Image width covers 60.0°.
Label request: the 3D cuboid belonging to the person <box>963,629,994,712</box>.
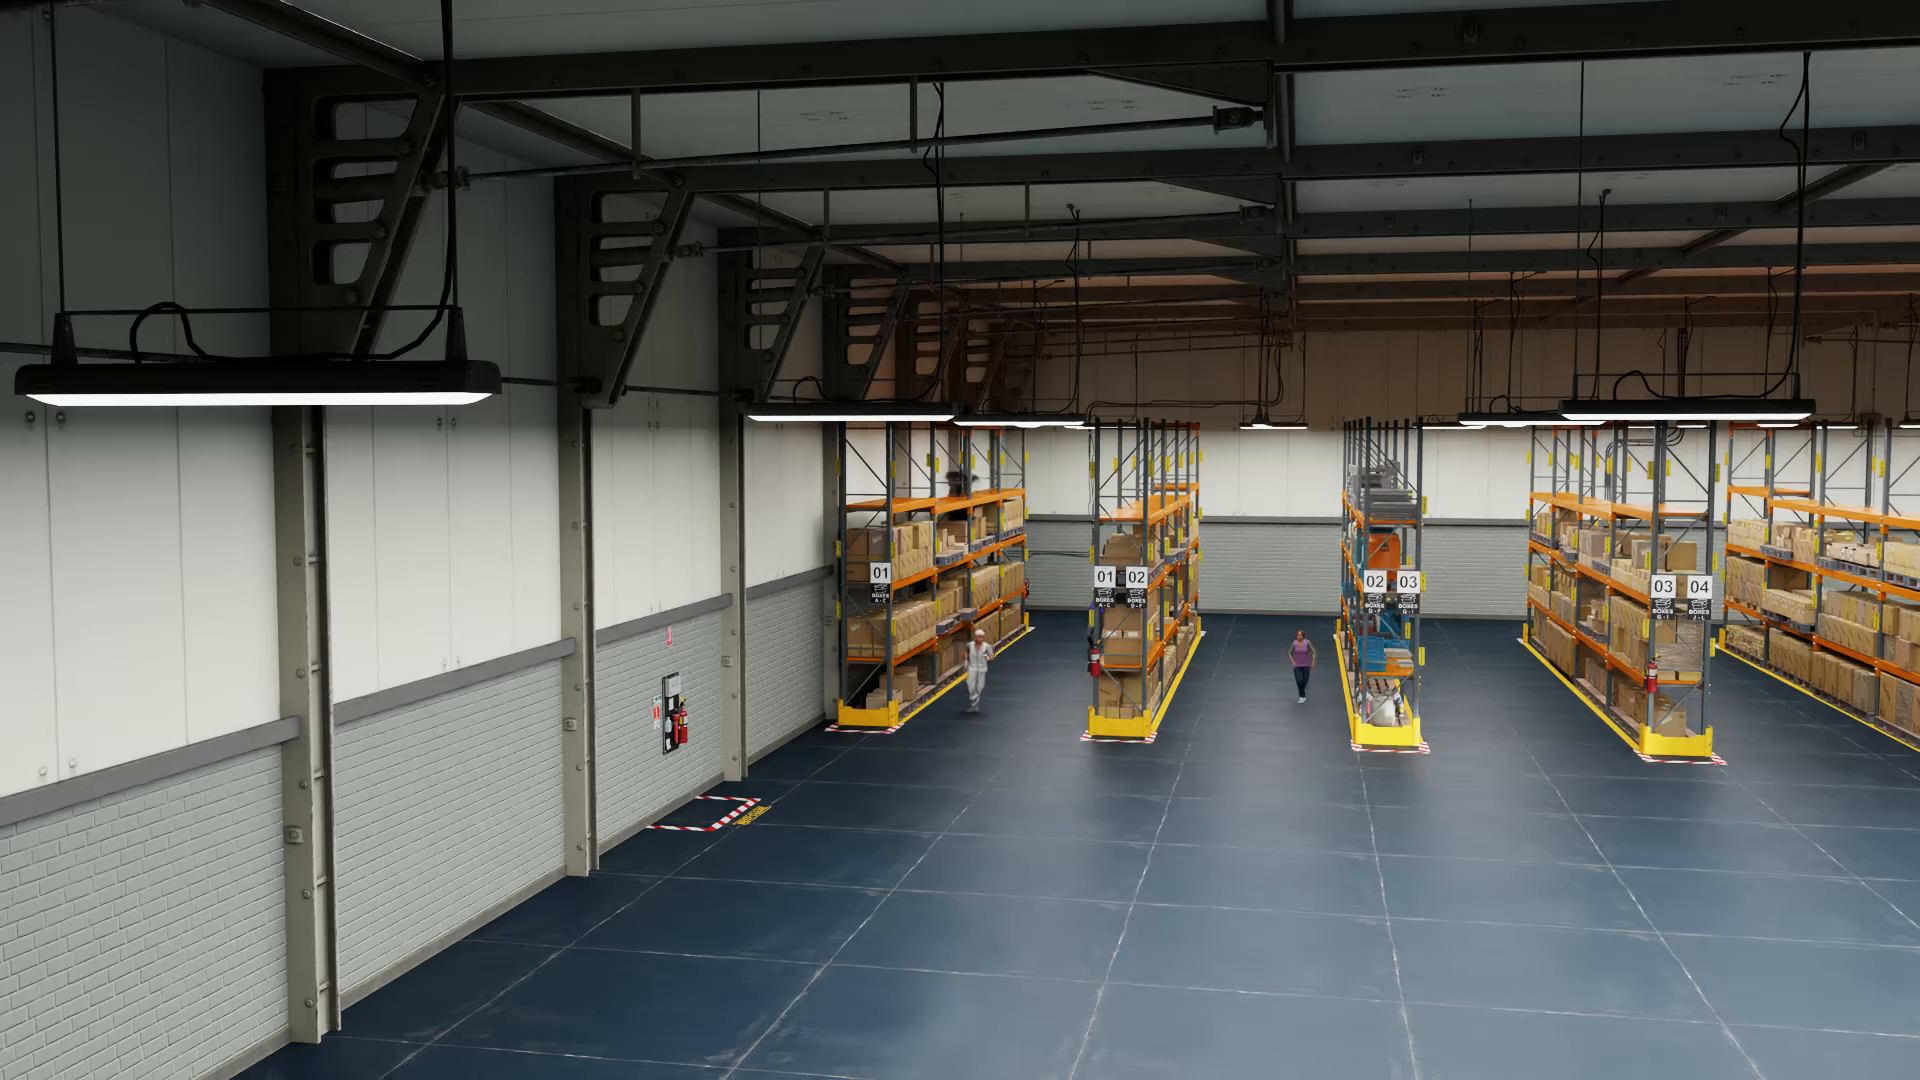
[{"bbox_3d":[0.389,2.670,33.720,0.603,1.739,0.859,0,4,-5],"label":"person"}]

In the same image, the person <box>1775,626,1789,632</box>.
[{"bbox_3d":[22.309,1.926,44.981,0.706,1.758,0.677,1,4,8],"label":"person"}]

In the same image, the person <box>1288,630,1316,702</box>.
[{"bbox_3d":[7.232,2.674,35.199,0.579,1.539,0.524,1,4,12],"label":"person"}]

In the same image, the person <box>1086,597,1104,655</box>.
[{"bbox_3d":[3.492,2.166,42.427,0.523,1.595,0.845,1,4,19],"label":"person"}]
